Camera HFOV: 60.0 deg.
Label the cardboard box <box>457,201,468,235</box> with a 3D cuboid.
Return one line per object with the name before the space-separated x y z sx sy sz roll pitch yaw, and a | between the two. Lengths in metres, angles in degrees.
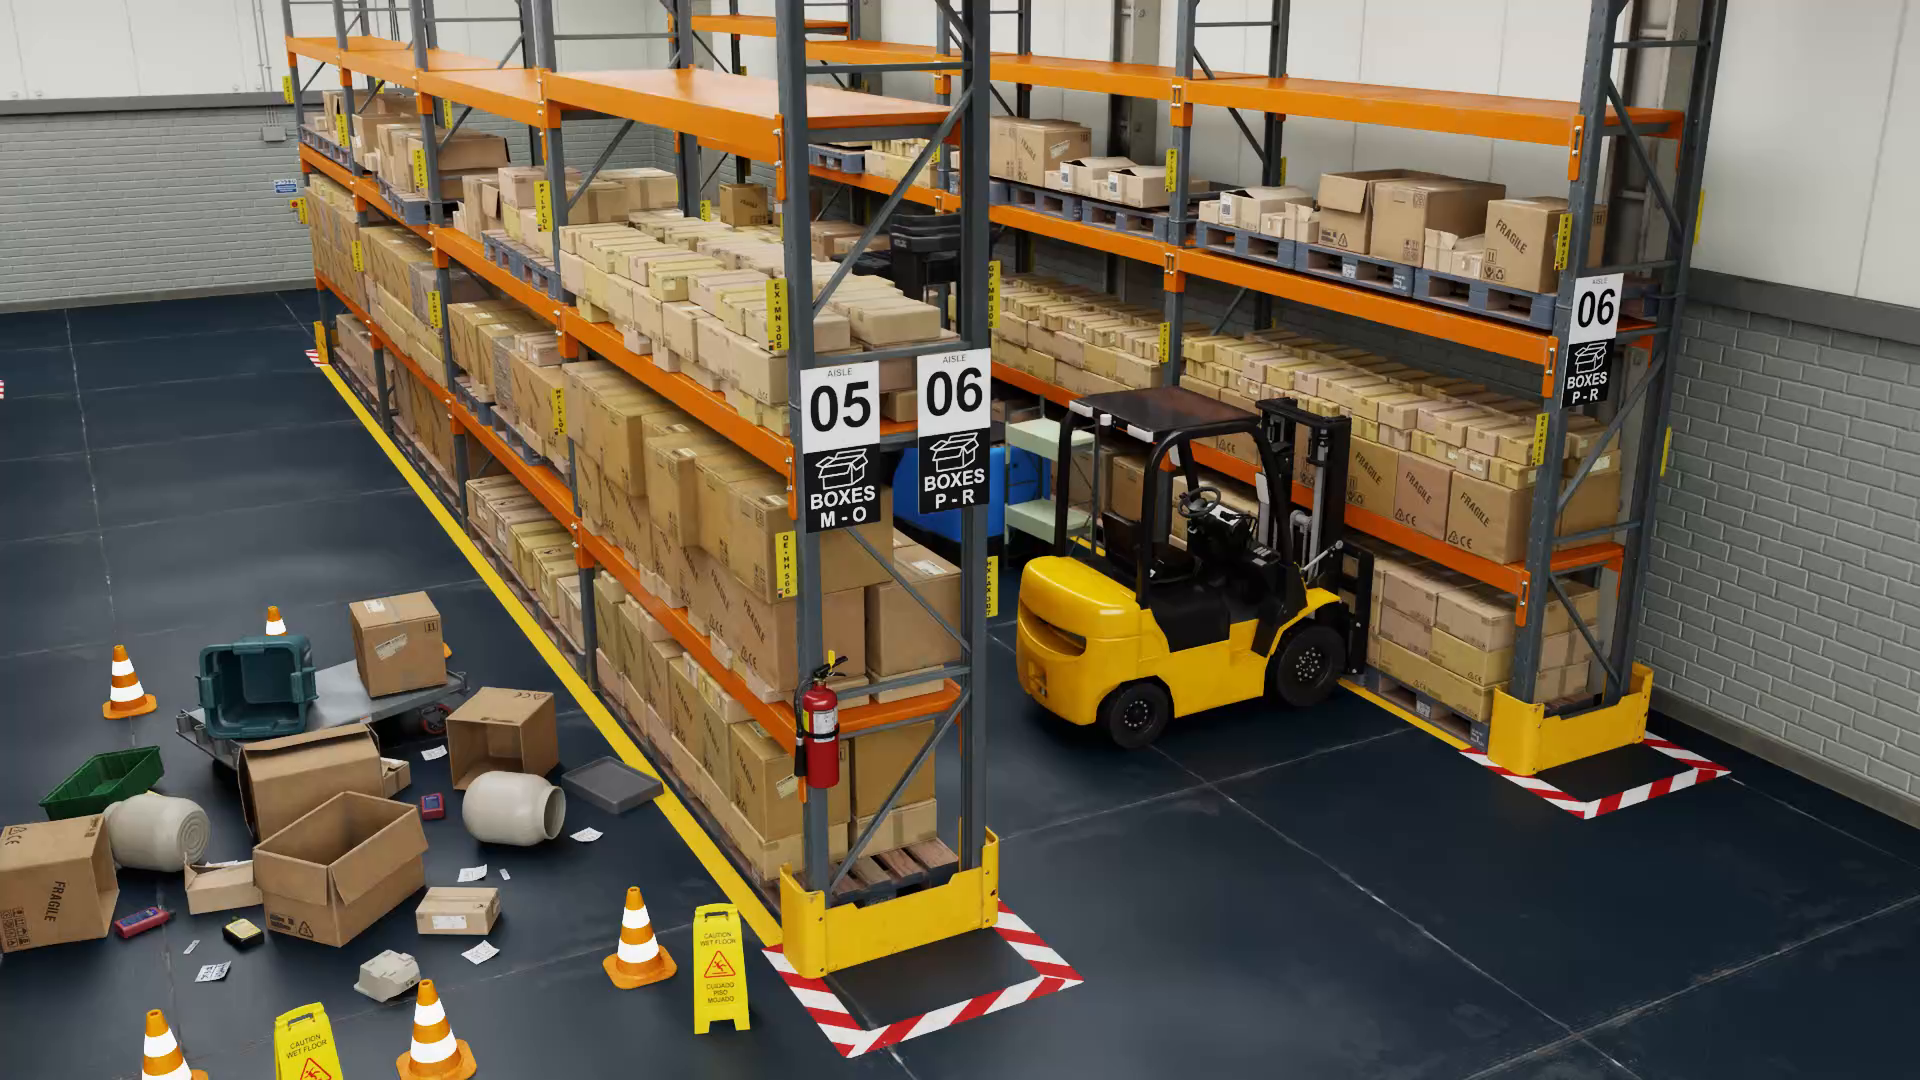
cardboard box | -4.007 -2.726 14.042 0.396 0.266 0.258 -10 21 -27

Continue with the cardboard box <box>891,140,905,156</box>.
cardboard box | -0.506 -4.153 17.590 0.380 0.149 0.250 -10 21 -27

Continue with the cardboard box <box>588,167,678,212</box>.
cardboard box | -2.399 -2.567 12.193 0.500 0.250 0.500 -10 22 -28

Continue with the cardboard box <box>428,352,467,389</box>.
cardboard box | -4.597 -1.596 15.388 0.500 0.250 0.500 -11 22 -29

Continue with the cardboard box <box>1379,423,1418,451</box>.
cardboard box | 3.133 -0.740 11.531 0.380 0.149 0.250 -11 22 -28

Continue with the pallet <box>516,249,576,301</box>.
pallet | -2.428 -1.937 11.835 1.213 0.211 1.003 -10 21 -27

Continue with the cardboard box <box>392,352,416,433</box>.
cardboard box | -5.663 -1.739 18.186 0.875 0.875 0.875 -9 21 -25

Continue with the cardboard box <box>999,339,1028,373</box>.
cardboard box | 0.719 -1.804 15.991 0.500 0.250 0.500 -11 22 -28

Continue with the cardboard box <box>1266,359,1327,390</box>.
cardboard box | 2.540 -1.248 12.545 0.380 0.149 0.250 -10 22 -28

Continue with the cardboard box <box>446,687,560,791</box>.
cardboard box | -2.917 1.285 10.637 0.500 0.500 0.500 4 19 11

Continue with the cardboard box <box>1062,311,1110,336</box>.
cardboard box | 1.147 -1.964 15.075 0.380 0.149 0.250 -10 21 -26

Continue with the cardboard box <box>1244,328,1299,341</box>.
cardboard box | 2.555 -1.633 13.663 0.380 0.149 0.250 -10 21 -27

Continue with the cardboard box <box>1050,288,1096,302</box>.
cardboard box | 1.096 -2.336 16.154 0.380 0.149 0.250 -10 21 -27

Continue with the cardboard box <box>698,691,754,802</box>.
cardboard box | -1.190 1.142 9.644 0.500 0.500 0.500 -9 21 -25

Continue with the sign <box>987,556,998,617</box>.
sign | 0.148 0.241 8.507 0.100 0.325 0.005 -10 21 -27

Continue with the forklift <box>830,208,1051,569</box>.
forklift | -0.472 -1.551 15.132 1.130 2.935 3.031 -14 23 -34

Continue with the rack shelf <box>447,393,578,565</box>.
rack shelf | -3.178 -0.648 13.513 1.077 0.370 4.000 -10 21 -27

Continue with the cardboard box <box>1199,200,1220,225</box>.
cardboard box | 2.084 -2.553 12.920 0.380 0.149 0.250 -9 21 -26

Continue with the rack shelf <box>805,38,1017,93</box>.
rack shelf | -0.711 -5.213 18.159 1.077 0.370 4.000 -10 21 -27

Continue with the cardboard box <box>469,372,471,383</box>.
cardboard box | -4.033 -1.433 14.428 0.380 0.149 0.250 -11 22 -30

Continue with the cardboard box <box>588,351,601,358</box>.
cardboard box | -2.660 -1.267 12.951 0.500 0.500 0.500 -10 21 -27

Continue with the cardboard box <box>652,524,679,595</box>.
cardboard box | -1.522 -0.004 9.934 0.500 0.500 0.500 -10 21 -26

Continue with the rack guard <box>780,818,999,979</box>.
rack guard | -0.365 1.894 8.875 1.175 0.500 0.348 -10 21 -27

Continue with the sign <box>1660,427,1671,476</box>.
sign | 4.529 -0.566 10.726 0.100 0.325 0.005 -10 21 -27

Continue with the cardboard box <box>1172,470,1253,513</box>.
cardboard box | 2.091 -0.368 13.637 0.500 0.250 0.500 -10 22 -27

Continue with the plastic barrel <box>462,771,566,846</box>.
plastic barrel | -2.642 1.594 9.863 0.512 0.421 0.421 4 19 11

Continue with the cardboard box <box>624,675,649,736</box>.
cardboard box | -1.923 1.050 11.061 0.500 0.250 0.500 -9 21 -24

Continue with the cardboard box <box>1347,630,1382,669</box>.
cardboard box | 3.079 0.691 12.103 0.500 0.250 0.500 -10 21 -26

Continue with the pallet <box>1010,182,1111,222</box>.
pallet | 1.173 -3.159 15.379 1.003 0.211 1.213 -9 21 -24

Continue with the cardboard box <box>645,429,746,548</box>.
cardboard box | -1.330 -0.316 9.306 0.700 0.500 0.500 -10 22 -27

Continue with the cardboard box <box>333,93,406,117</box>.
cardboard box | -6.696 -4.805 18.904 0.797 0.503 0.637 -8 21 -22

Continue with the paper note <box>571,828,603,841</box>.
paper note | -2.235 1.765 9.969 0.148 0.019 0.142 16 25 39

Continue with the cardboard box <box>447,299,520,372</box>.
cardboard box | -4.118 -1.783 14.448 0.500 0.500 0.500 -11 22 -28

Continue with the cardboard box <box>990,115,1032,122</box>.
cardboard box | 0.368 -3.797 15.988 0.500 0.500 0.500 -10 21 -26

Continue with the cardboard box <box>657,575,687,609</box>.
cardboard box | -1.618 0.282 10.101 0.380 0.149 0.250 -10 21 -27

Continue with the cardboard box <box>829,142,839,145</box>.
cardboard box | -1.269 -4.511 18.595 0.380 0.149 0.250 -9 21 -25

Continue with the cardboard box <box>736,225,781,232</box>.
cardboard box | -2.594 -3.945 21.740 0.500 0.250 0.500 -10 21 -27

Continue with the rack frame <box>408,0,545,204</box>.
rack frame | -4.128 -4.398 14.081 1.000 3.000 0.127 -10 21 -27

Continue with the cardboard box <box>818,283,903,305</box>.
cardboard box | -0.517 -1.226 8.651 0.380 0.149 0.250 -10 21 -27

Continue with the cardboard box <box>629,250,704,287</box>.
cardboard box | -1.700 -1.584 9.686 0.380 0.149 0.250 -10 22 -27

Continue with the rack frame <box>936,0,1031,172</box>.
rack frame | 0.238 -5.168 16.312 1.000 3.000 0.127 -10 21 -27

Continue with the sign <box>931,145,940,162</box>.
sign | -0.240 -3.911 16.475 0.100 0.325 0.005 -10 21 -27

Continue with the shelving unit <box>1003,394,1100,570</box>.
shelving unit | 0.759 -0.390 13.957 0.431 1.500 0.755 -13 23 -33

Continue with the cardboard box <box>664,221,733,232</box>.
cardboard box | -1.695 -1.970 10.806 0.380 0.149 0.250 -11 22 -28

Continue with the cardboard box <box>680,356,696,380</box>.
cardboard box | -1.328 -0.996 9.205 0.380 0.149 0.250 -11 22 -28

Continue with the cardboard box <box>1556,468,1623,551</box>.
cardboard box | 4.047 -0.268 11.156 0.500 0.500 0.500 -9 21 -25

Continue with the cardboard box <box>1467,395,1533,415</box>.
cardboard box | 3.729 -0.887 11.499 0.380 0.149 0.250 -10 21 -26

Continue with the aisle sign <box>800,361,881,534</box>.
aisle sign | -0.555 -0.432 7.799 0.394 0.787 0.004 -10 21 -27

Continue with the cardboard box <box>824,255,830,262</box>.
cardboard box | -1.339 -3.157 19.244 0.396 0.266 0.258 -9 21 -24

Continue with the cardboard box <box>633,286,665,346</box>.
cardboard box | -1.540 -1.296 9.463 0.500 0.250 0.500 -10 21 -26

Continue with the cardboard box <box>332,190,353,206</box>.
cardboard box | -7.135 -4.021 19.505 0.380 0.149 0.250 -10 21 -27

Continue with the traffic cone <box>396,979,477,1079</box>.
traffic cone | -2.484 2.280 7.816 0.336 0.463 0.334 -10 21 -27

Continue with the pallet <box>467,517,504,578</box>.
pallet | -3.758 -0.019 14.864 1.003 0.211 1.213 -10 21 -27

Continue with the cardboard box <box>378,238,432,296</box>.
cardboard box | -5.570 -2.773 16.884 0.500 0.500 0.500 -11 22 -28

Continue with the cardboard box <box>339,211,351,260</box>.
cardboard box | -6.728 -3.470 18.902 0.500 0.500 0.500 -10 22 -27

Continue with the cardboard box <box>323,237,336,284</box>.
cardboard box | -7.461 -3.434 20.331 0.500 0.500 0.500 -10 21 -27

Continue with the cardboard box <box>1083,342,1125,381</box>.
cardboard box | 1.429 -1.597 14.625 0.500 0.250 0.500 -11 22 -28

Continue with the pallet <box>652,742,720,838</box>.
pallet | -1.295 1.442 10.628 1.003 0.211 1.213 -10 21 -27
